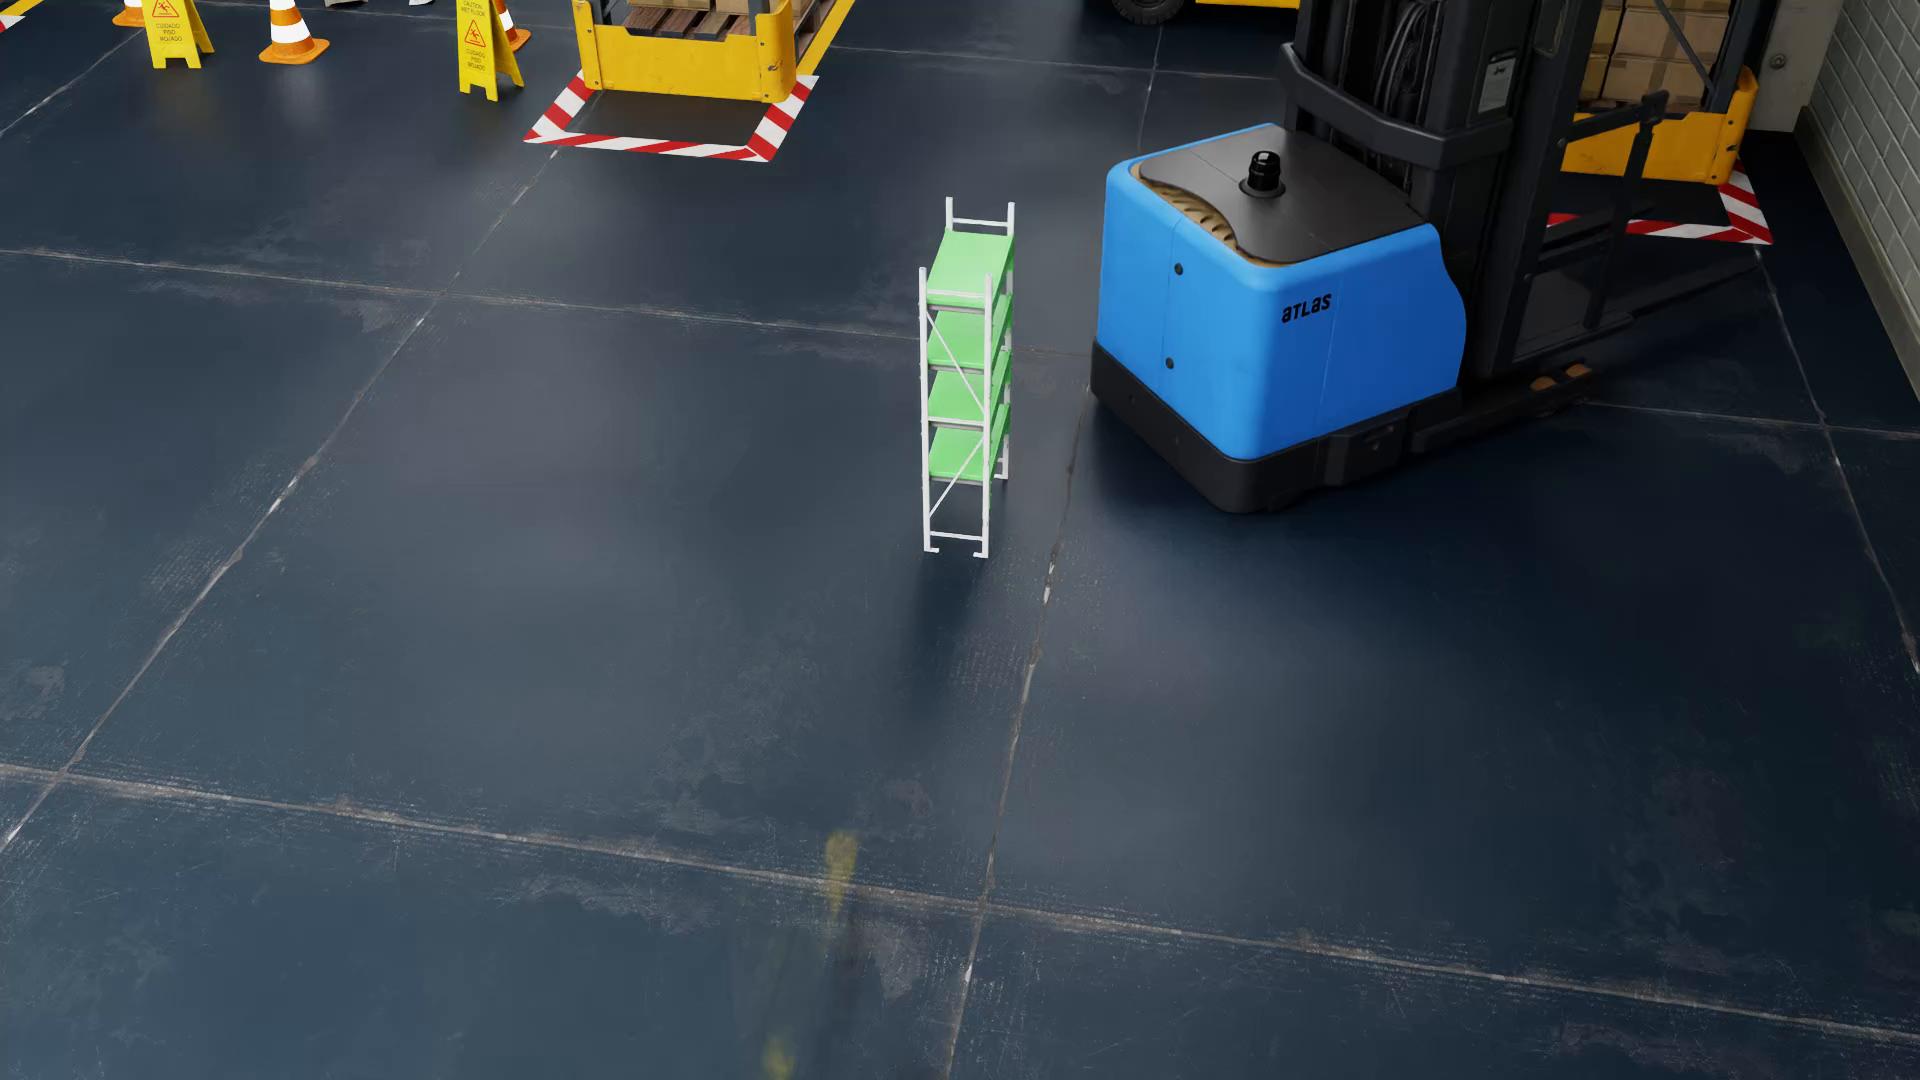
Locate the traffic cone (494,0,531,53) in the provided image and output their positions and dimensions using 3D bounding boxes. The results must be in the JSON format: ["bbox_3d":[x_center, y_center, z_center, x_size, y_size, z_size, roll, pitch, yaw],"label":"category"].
[{"bbox_3d":[-2.724,-3.115,9.655,0.336,0.463,0.334,6,40,8],"label":"traffic cone"}]

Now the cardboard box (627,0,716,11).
[{"bbox_3d":[-1.649,-3.335,9.758,0.500,0.250,0.500,6,40,7],"label":"cardboard box"}]

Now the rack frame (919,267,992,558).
[{"bbox_3d":[-0.014,-0.413,5.808,0.240,1.200,0.015,6,40,8],"label":"rack frame"}]

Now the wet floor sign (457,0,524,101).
[{"bbox_3d":[-2.615,-2.772,9.097,0.267,0.644,0.232,20,44,23],"label":"wet floor sign"}]

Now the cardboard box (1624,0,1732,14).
[{"bbox_3d":[3.631,-2.904,8.452,0.500,0.250,0.500,6,40,7],"label":"cardboard box"}]

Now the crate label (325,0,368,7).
[{"bbox_3d":[-3.801,-3.399,10.254,0.250,0.136,0.298,-13,41,-15],"label":"crate label"}]

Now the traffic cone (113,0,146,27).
[{"bbox_3d":[-4.930,-3.362,9.954,0.336,0.463,0.334,6,40,8],"label":"traffic cone"}]

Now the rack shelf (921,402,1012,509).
[{"bbox_3d":[0.029,-0.332,6.187,0.258,0.148,0.480,6,40,8],"label":"rack shelf"}]

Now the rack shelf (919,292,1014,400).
[{"bbox_3d":[0.029,-0.702,5.881,0.258,0.148,0.480,6,40,8],"label":"rack shelf"}]

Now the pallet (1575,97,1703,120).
[{"bbox_3d":[3.453,-2.546,9.163,1.003,0.211,1.213,6,40,8],"label":"pallet"}]

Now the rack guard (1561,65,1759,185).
[{"bbox_3d":[3.358,-2.157,8.467,1.175,0.500,0.348,6,40,8],"label":"rack guard"}]

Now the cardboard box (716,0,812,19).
[{"bbox_3d":[-1.116,-3.259,9.666,0.500,0.250,0.500,6,40,7],"label":"cardboard box"}]

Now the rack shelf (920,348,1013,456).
[{"bbox_3d":[0.029,-0.517,6.034,0.258,0.148,0.480,6,40,8],"label":"rack shelf"}]

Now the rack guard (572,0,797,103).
[{"bbox_3d":[-1.515,-2.765,9.202,1.175,0.500,0.348,6,40,8],"label":"rack guard"}]

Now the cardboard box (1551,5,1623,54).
[{"bbox_3d":[3.138,-2.771,8.683,0.500,0.250,0.500,6,40,7],"label":"cardboard box"}]

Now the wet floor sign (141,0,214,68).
[{"bbox_3d":[-4.475,-3.019,9.396,0.267,0.644,0.232,0,40,0],"label":"wet floor sign"}]

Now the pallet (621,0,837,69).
[{"bbox_3d":[-1.339,-3.160,9.906,1.003,0.211,1.213,6,40,8],"label":"pallet"}]

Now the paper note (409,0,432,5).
[{"bbox_3d":[-3.325,-3.349,10.277,0.148,0.019,0.142,-6,40,-8],"label":"paper note"}]

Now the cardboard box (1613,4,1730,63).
[{"bbox_3d":[3.648,-2.703,8.601,0.500,0.250,0.500,7,40,8],"label":"cardboard box"}]

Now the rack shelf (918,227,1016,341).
[{"bbox_3d":[0.029,-0.887,5.728,0.258,0.148,0.480,6,40,8],"label":"rack shelf"}]

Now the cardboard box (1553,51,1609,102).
[{"bbox_3d":[3.132,-2.568,8.830,0.500,0.250,0.500,7,40,8],"label":"cardboard box"}]

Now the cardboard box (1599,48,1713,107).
[{"bbox_3d":[3.639,-2.525,8.778,0.500,0.250,0.500,7,40,8],"label":"cardboard box"}]

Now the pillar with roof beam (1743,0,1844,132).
[{"bbox_3d":[0.130,-6.260,6.760,9.100,9.000,0.400,6,40,8],"label":"pillar with roof beam"}]

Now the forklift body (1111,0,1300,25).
[{"bbox_3d":[1.893,-4.200,9.642,2.313,2.155,1.214,6,40,8],"label":"forklift body"}]

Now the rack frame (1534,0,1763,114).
[{"bbox_3d":[3.362,-3.136,7.689,1.000,3.000,0.127,6,40,8],"label":"rack frame"}]

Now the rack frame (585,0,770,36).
[{"bbox_3d":[-1.528,-3.681,8.348,1.000,3.000,0.127,6,40,8],"label":"rack frame"}]

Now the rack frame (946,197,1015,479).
[{"bbox_3d":[0.071,-0.719,6.179,0.240,1.200,0.015,6,40,8],"label":"rack frame"}]

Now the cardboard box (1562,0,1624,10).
[{"bbox_3d":[3.134,-2.947,8.504,0.500,0.250,0.500,8,40,9],"label":"cardboard box"}]

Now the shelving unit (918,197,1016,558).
[{"bbox_3d":[0.029,-0.566,5.993,0.258,1.200,0.503,6,40,8],"label":"shelving unit"}]

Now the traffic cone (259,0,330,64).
[{"bbox_3d":[-3.876,-3.024,9.545,0.336,0.463,0.334,6,40,8],"label":"traffic cone"}]

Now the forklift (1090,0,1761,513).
[{"bbox_3d":[2.080,-1.910,6.260,3.031,2.935,1.130,-20,43,-22],"label":"forklift"}]
